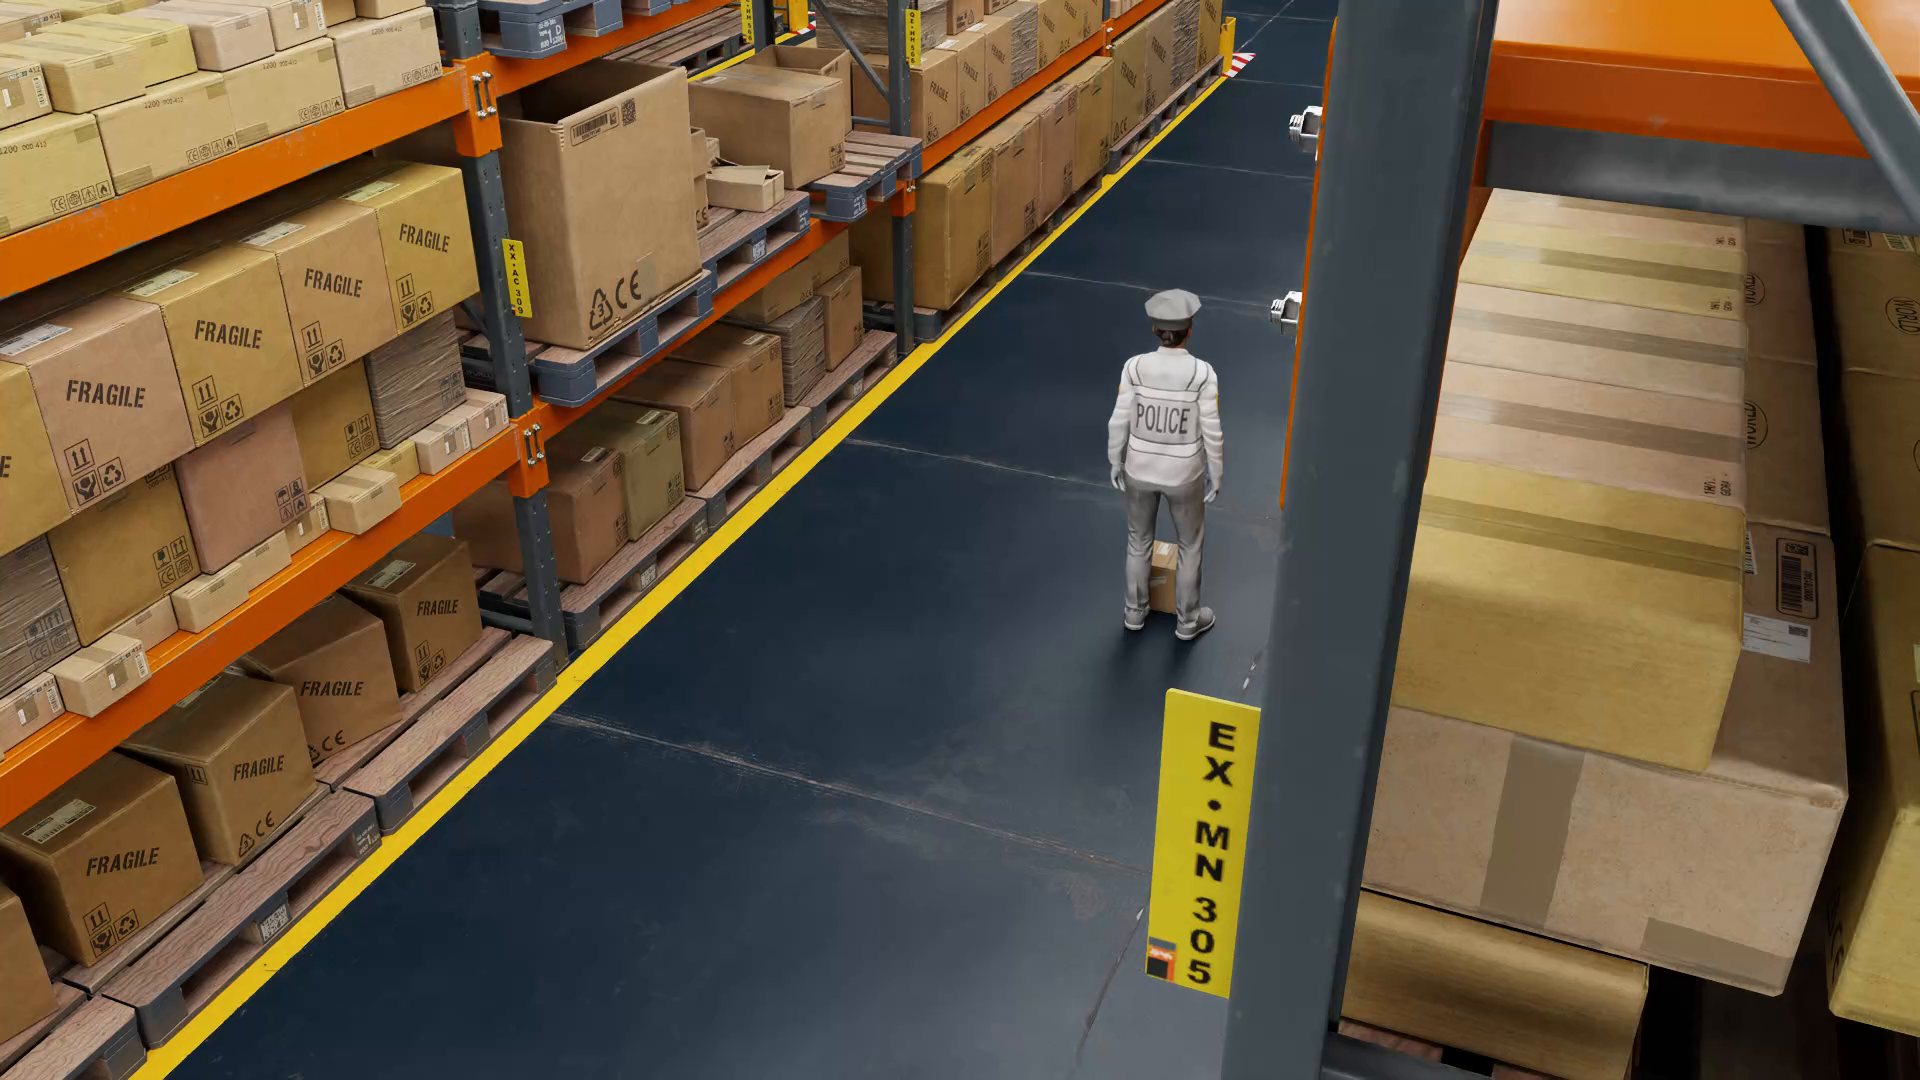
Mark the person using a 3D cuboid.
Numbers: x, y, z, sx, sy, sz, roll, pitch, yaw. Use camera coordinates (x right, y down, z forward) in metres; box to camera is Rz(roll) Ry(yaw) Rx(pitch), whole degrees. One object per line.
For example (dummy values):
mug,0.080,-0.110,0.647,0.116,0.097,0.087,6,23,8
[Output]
person,0.948,-0.316,7.673,0.547,1.666,0.371,10,31,16
